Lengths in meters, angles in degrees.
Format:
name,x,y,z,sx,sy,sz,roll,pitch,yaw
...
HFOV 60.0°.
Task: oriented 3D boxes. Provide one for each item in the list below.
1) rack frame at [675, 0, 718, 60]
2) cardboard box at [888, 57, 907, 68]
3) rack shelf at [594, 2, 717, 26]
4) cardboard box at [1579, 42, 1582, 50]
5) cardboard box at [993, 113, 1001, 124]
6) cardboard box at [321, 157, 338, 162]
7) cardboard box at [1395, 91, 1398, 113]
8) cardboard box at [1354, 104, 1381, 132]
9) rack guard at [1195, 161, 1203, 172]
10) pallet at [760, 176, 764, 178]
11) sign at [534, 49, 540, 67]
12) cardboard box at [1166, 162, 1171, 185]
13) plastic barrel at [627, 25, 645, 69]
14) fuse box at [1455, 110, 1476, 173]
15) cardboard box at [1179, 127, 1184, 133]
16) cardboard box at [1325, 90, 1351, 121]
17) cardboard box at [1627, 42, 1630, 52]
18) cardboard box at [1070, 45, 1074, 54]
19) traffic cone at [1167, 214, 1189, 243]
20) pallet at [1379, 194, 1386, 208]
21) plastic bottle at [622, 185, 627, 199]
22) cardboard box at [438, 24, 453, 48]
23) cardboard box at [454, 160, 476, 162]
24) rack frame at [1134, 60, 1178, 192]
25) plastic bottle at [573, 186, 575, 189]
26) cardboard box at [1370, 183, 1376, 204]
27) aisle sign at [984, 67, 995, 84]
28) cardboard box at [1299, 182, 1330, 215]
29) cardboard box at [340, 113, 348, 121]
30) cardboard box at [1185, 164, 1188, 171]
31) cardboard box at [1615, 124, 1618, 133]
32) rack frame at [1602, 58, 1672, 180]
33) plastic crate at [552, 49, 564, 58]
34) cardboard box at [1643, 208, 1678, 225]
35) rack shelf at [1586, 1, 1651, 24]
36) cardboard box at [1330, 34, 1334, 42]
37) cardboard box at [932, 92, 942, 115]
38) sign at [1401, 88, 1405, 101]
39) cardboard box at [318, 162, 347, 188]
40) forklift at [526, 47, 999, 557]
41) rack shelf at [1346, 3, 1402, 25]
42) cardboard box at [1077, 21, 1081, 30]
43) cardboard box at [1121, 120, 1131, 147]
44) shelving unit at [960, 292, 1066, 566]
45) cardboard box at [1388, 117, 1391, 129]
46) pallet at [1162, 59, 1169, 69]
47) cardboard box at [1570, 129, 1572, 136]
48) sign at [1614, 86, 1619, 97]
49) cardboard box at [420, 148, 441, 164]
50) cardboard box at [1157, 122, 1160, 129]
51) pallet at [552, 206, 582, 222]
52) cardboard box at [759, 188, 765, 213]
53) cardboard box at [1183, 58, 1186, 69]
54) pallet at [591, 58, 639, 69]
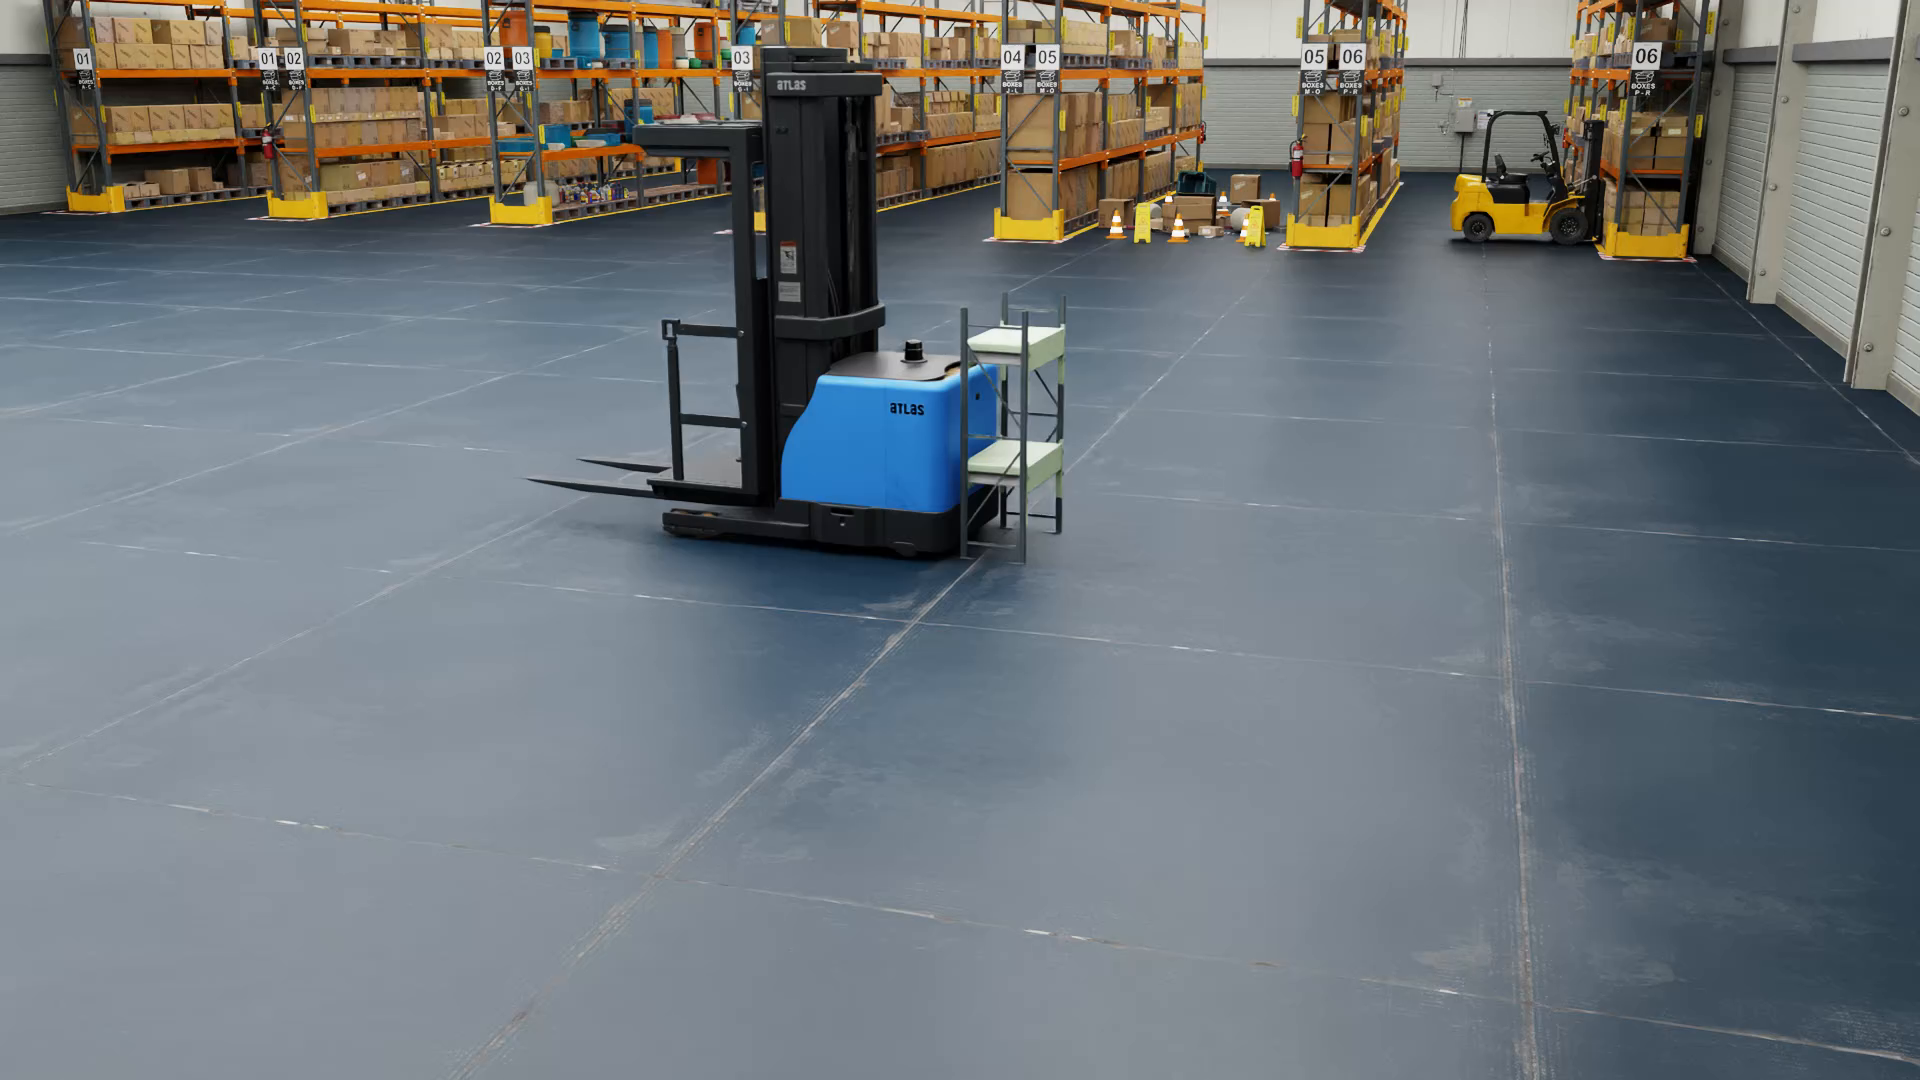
name,x,y,z,sx,sy,sz,roll,pitch,yaw
rack frame,-6.012,-12.416,37.612,1.000,3.000,0.127,5,16,16
cardboard box,-1.437,-10.111,35.258,0.500,0.250,0.500,5,17,17
rack shelf,-6.580,-11.354,35.920,1.077,0.370,4.000,5,16,16
cardboard box,13.629,-10.711,36.061,0.380,0.149,0.250,5,17,17
cardboard box,0.838,-10.896,42.978,0.500,0.250,0.500,4,16,14
cardboard box,-15.665,-9.115,40.742,0.700,0.500,0.500,5,17,17
cardboard box,10.048,-10.323,39.213,0.500,0.500,0.500,5,17,17
cardboard box,7.651,-7.955,31.382,0.500,0.500,0.500,5,16,16
rack guard,5.715,-9.605,43.277,1.175,0.500,0.348,5,16,16
pallet,-5.135,-9.036,41.800,1.003,0.211,1.213,5,16,16
sign,-7.759,-8.840,30.486,0.100,0.325,0.005,5,16,16
cardboard box,4.631,-8.567,38.849,0.500,0.500,0.500,4,16,15
plastic barrel,-7.027,-10.488,35.395,0.600,0.901,0.600,0,16,0
fuse box,14.064,-11.126,46.420,0.539,1.711,0.414,5,16,16
cardboard box,5.239,-9.988,40.505,0.380,0.149,0.250,5,17,17
cardboard box,6.373,-7.500,28.714,0.700,0.500,0.500,5,16,16
cardboard box,10.669,-7.713,26.036,0.380,0.149,0.250,4,16,14
cardboard box,1.738,-8.411,28.497,0.380,0.149,0.250,5,16,16
traffic cone,3.689,-5.273,28.073,0.336,0.463,0.334,5,16,16
pallet,8.534,-7.236,35.454,1.003,0.211,1.213,5,16,16
plastic bottle,-6.969,-7.237,34.518,0.061,0.283,0.133,5,17,19
cardboard box,-11.544,-11.111,36.640,0.500,0.500,0.500,6,17,21
cardboard box,-11.479,-8.678,38.670,0.500,0.311,0.500,4,16,14
rack frame,4.600,-9.781,39.317,1.000,3.000,0.127,5,16,16
plastic bottle,-7.917,-7.120,34.105,0.061,0.283,0.133,5,17,18
cardboard box,7.866,-6.974,33.467,0.950,0.372,0.625,4,16,15
aisle sign,0.743,-12.531,44.249,0.394,0.787,0.004,5,16,16
cardboard box,5.942,-5.754,28.014,0.500,0.500,0.500,5,17,16
cardboard box,-12.497,-8.468,33.316,0.380,0.149,0.250,4,16,15
cardboard box,5.489,-9.303,41.540,0.380,0.149,0.250,5,17,19
cardboard box,10.896,-6.710,27.118,0.380,0.149,0.250,5,17,16
rack frame,11.861,-6.947,29.324,1.000,3.000,0.127,5,16,16
plastic crate,-8.032,-9.394,32.485,0.392,0.384,0.575,5,16,16
cardboard box,11.057,-5.127,26.261,0.500,0.250,0.500,5,17,17
rack shelf,13.566,-10.864,34.192,1.077,0.370,4.000,5,16,16
cardboard box,5.888,-8.166,27.124,0.380,0.149,0.250,5,17,17
cardboard box,-0.852,-10.037,38.196,0.797,0.503,0.637,5,17,17
sign,11.028,-11.095,41.395,0.100,0.325,0.005,5,16,16
cardboard box,-12.896,-7.488,34.127,0.500,0.500,0.500,5,16,16
forklift,-1.324,-1.539,10.384,3.031,2.935,1.130,6,17,20
rack shelf,8.806,-11.248,35.546,1.077,0.370,4.000,5,16,16
cardboard box,1.880,-8.926,28.852,0.380,0.149,0.250,4,16,15
cardboard box,3.166,-8.248,33.730,0.500,0.500,0.500,5,17,17
shelving unit,0.322,-0.685,9.995,0.431,1.500,0.755,6,17,19
cardboard box,9.077,-9.055,36.116,0.500,0.250,0.500,5,17,17
pallet,4.031,-10.709,37.435,1.213,0.211,1.003,5,16,16
cardboard box,14.446,-9.497,38.775,0.380,0.149,0.250,5,17,17
sign,15.798,-10.747,40.021,0.100,0.325,0.005,5,16,16
cardboard box,-14.434,-10.332,44.430,0.750,0.750,0.750,5,17,17
cardboard box,4.310,-9.402,37.671,0.380,0.149,0.250,5,17,18
pallet,-8.073,-6.331,32.263,1.003,0.211,1.213,5,16,16
cardboard box,-3.343,-6.214,30.552,0.500,0.500,0.500,8,18,26
cardboard box,5.118,-11.384,39.747,0.500,0.250,0.500,4,16,15
pallet,-7.260,-9.639,33.665,1.213,0.211,1.003,5,16,16
